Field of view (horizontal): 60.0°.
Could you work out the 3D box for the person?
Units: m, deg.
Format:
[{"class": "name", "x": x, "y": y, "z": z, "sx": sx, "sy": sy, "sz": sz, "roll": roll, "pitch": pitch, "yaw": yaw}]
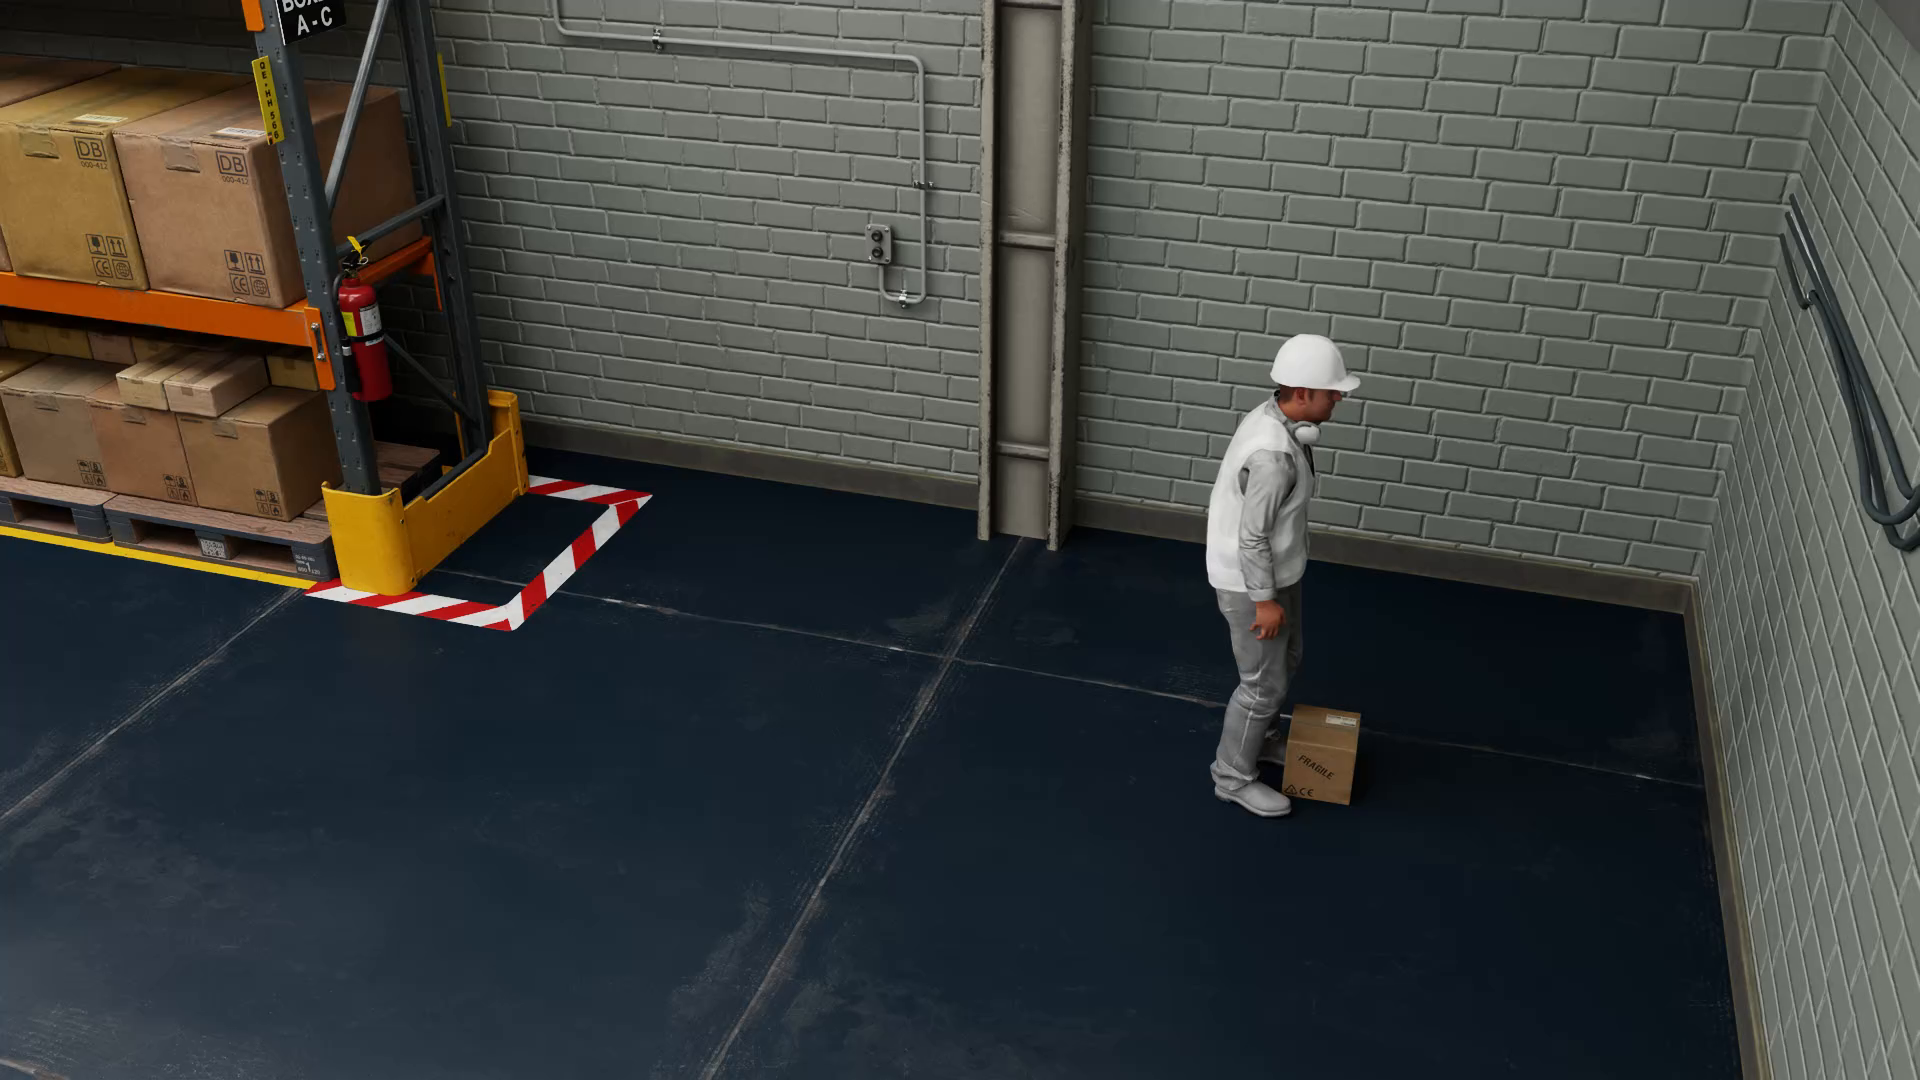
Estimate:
[{"class": "person", "x": 1.101, "y": 0.105, "z": 5.909, "sx": 0.464, "sy": 1.771, "sz": 0.580, "roll": 9, "pitch": 30, "yaw": 15}]
